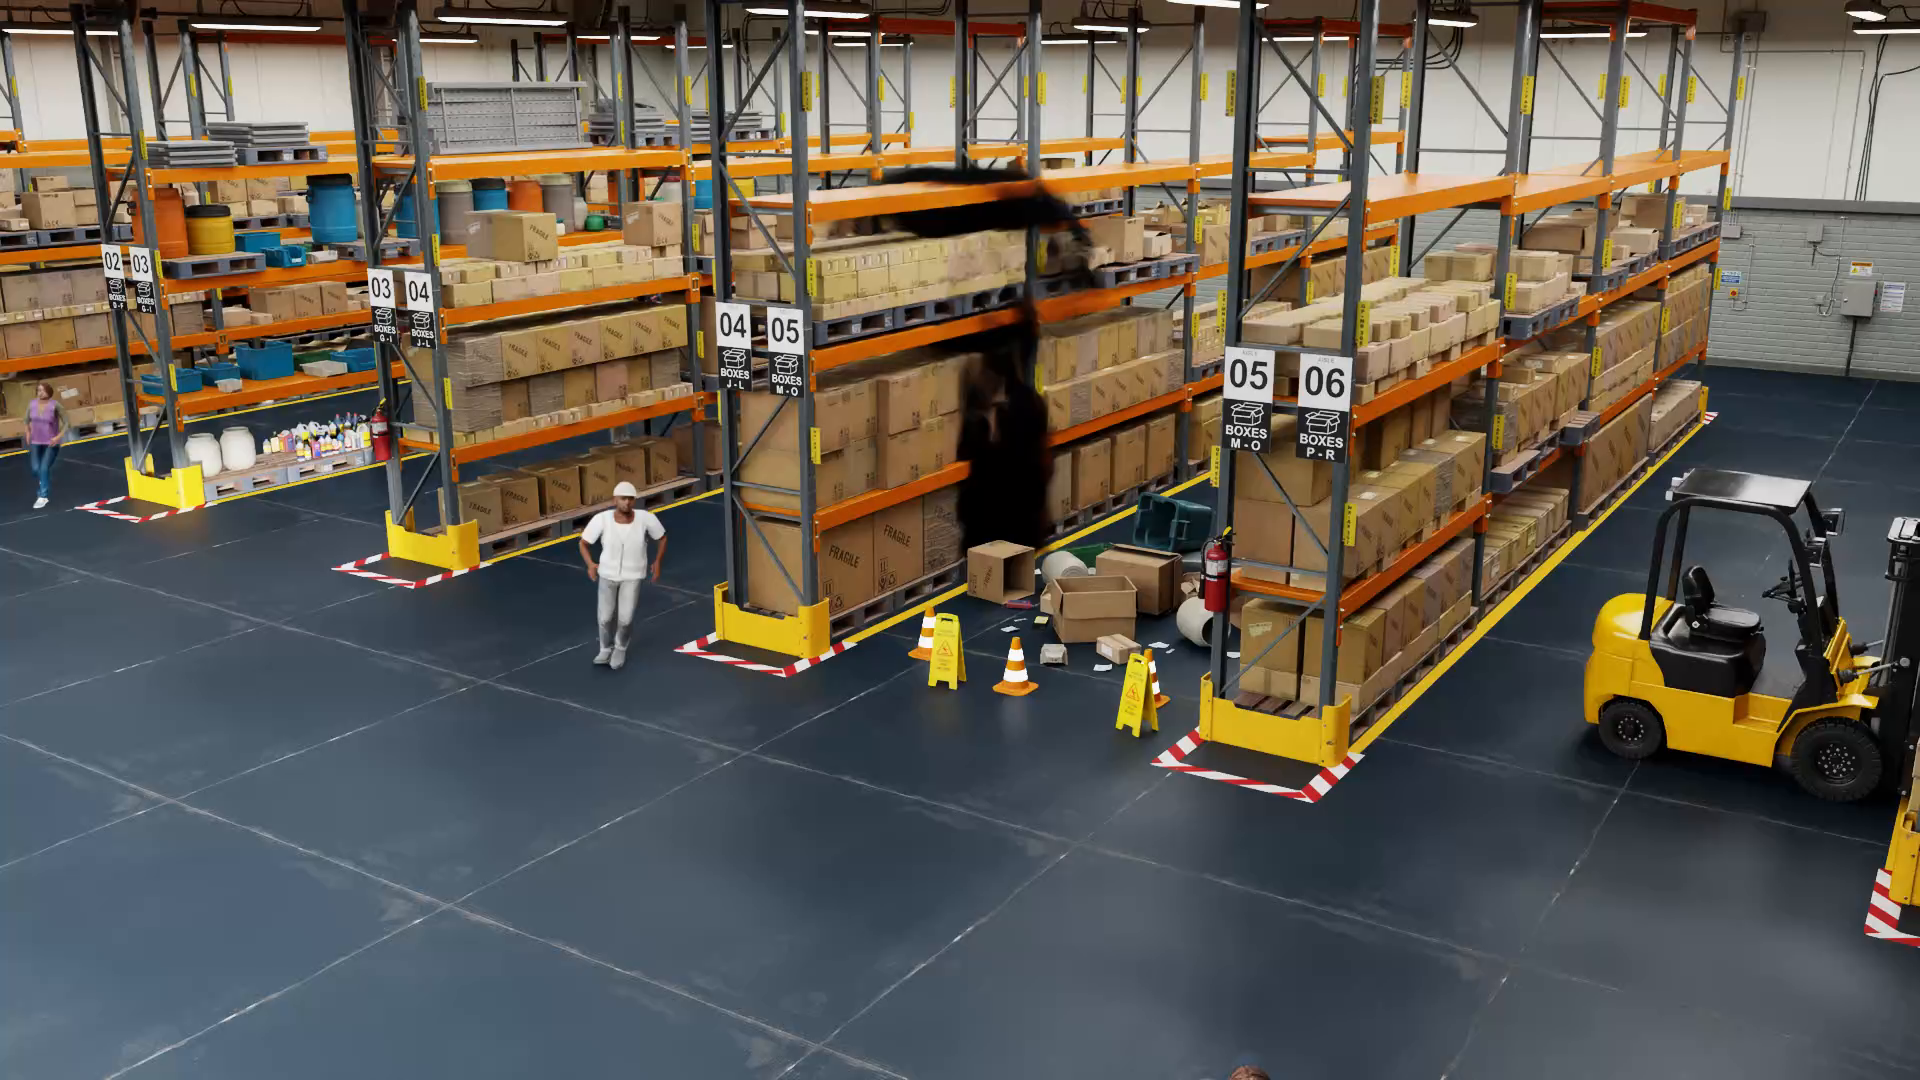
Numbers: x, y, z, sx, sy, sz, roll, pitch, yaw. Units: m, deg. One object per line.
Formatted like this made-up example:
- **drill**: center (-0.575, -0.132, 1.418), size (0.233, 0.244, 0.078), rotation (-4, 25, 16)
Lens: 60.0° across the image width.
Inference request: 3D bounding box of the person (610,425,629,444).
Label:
- **person**: center (-4.932, -2.132, 23.588), size (0.685, 1.826, 0.777), rotation (7, 17, 22)

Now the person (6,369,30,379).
- **person**: center (-14.608, -2.673, 25.826), size (0.626, 1.720, 0.970), rotation (10, 18, 31)

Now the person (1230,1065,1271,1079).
- **person**: center (1.114, 2.689, 6.636), size (0.544, 1.573, 0.922), rotation (4, 16, 14)

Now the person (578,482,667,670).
- **person**: center (-3.008, 0.322, 14.840), size (0.764, 1.716, 0.600), rotation (-1, 16, -4)

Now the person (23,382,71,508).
- **person**: center (-11.350, -1.214, 20.740), size (0.564, 1.555, 0.525), rotation (-3, 16, -10)
